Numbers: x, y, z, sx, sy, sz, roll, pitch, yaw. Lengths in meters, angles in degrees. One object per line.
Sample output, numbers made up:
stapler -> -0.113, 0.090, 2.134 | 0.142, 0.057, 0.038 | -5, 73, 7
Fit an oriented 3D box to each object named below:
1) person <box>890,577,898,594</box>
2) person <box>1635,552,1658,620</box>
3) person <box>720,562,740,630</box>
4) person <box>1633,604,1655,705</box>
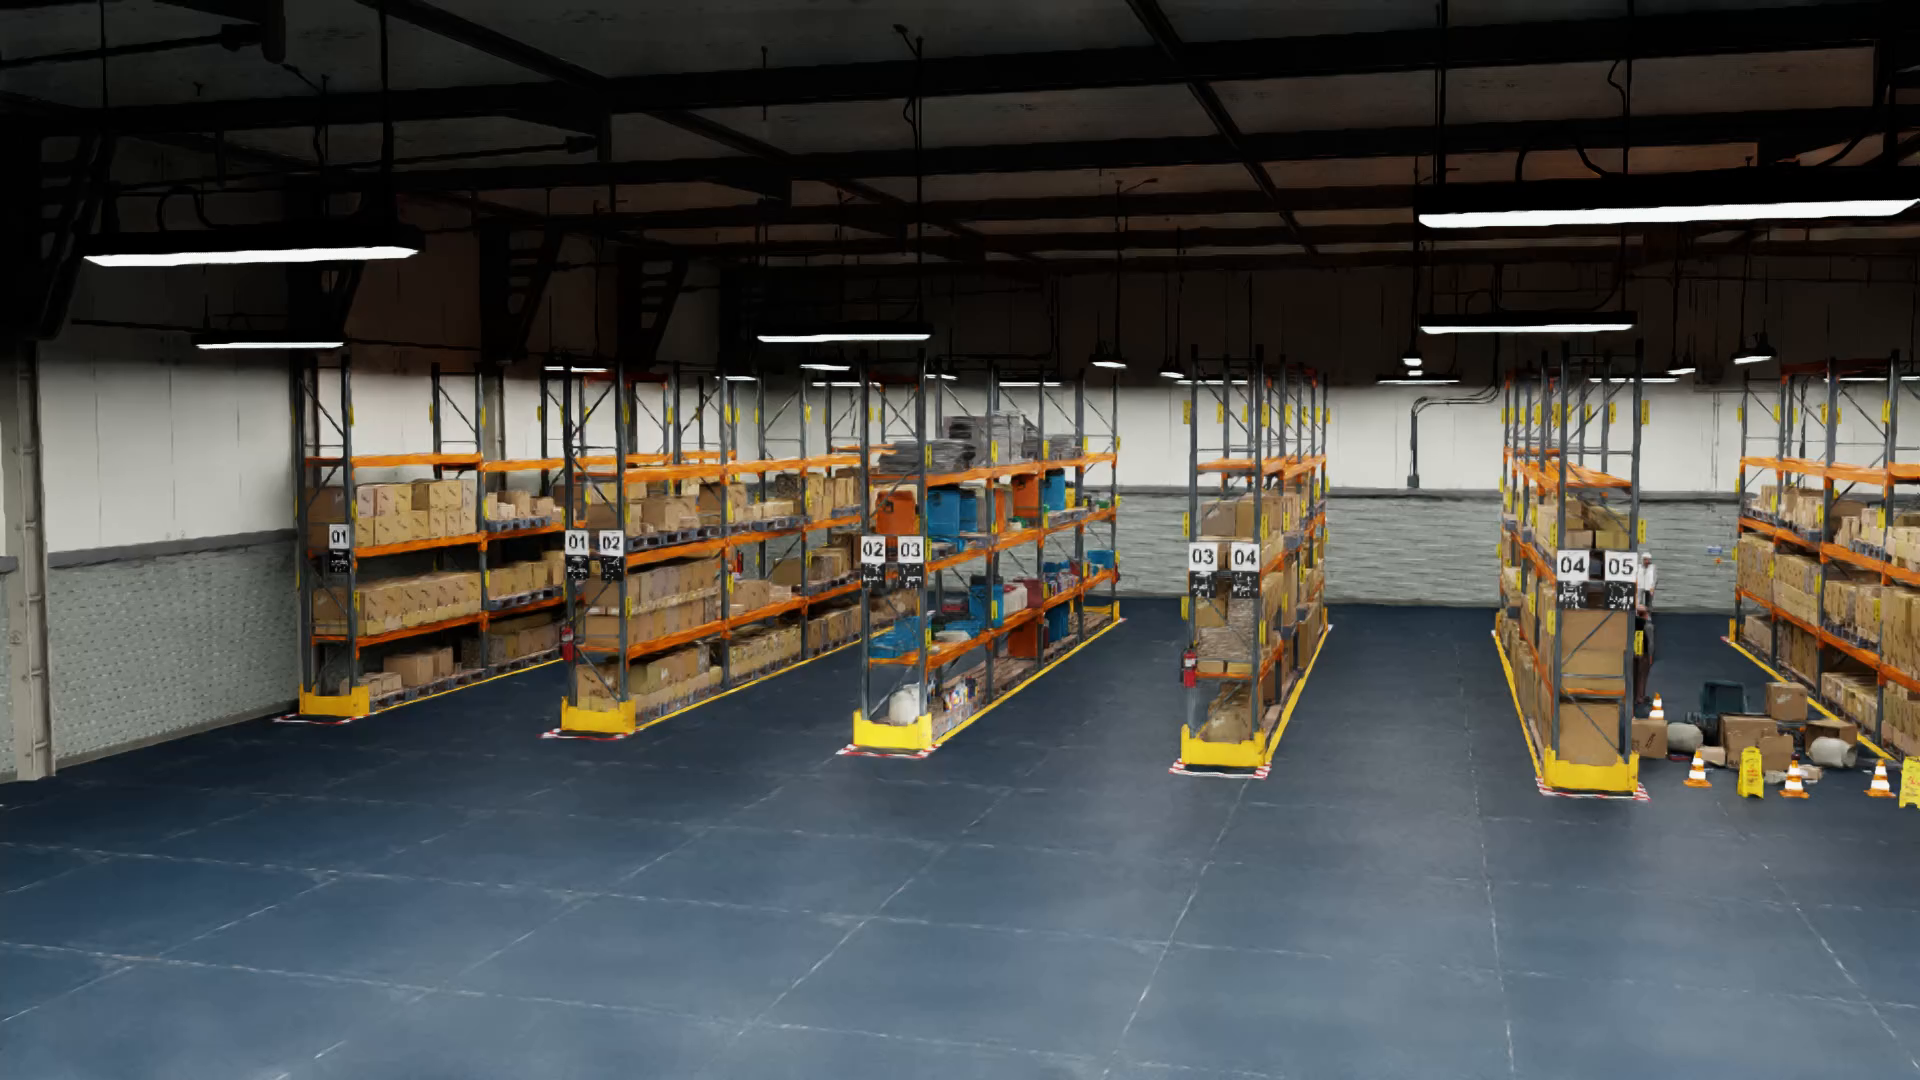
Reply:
person -> -1.606, 0.764, 45.419 | 0.700, 1.650, 0.557 | -3, 5, -35
person -> 16.515, 1.135, 40.046 | 0.538, 1.715, 1.032 | 2, 5, 24
person -> -5.354, 1.293, 38.778 | 0.478, 1.580, 0.999 | 1, 4, 7
person -> 11.842, 1.968, 28.802 | 0.451, 1.727, 0.584 | -1, 4, -13
